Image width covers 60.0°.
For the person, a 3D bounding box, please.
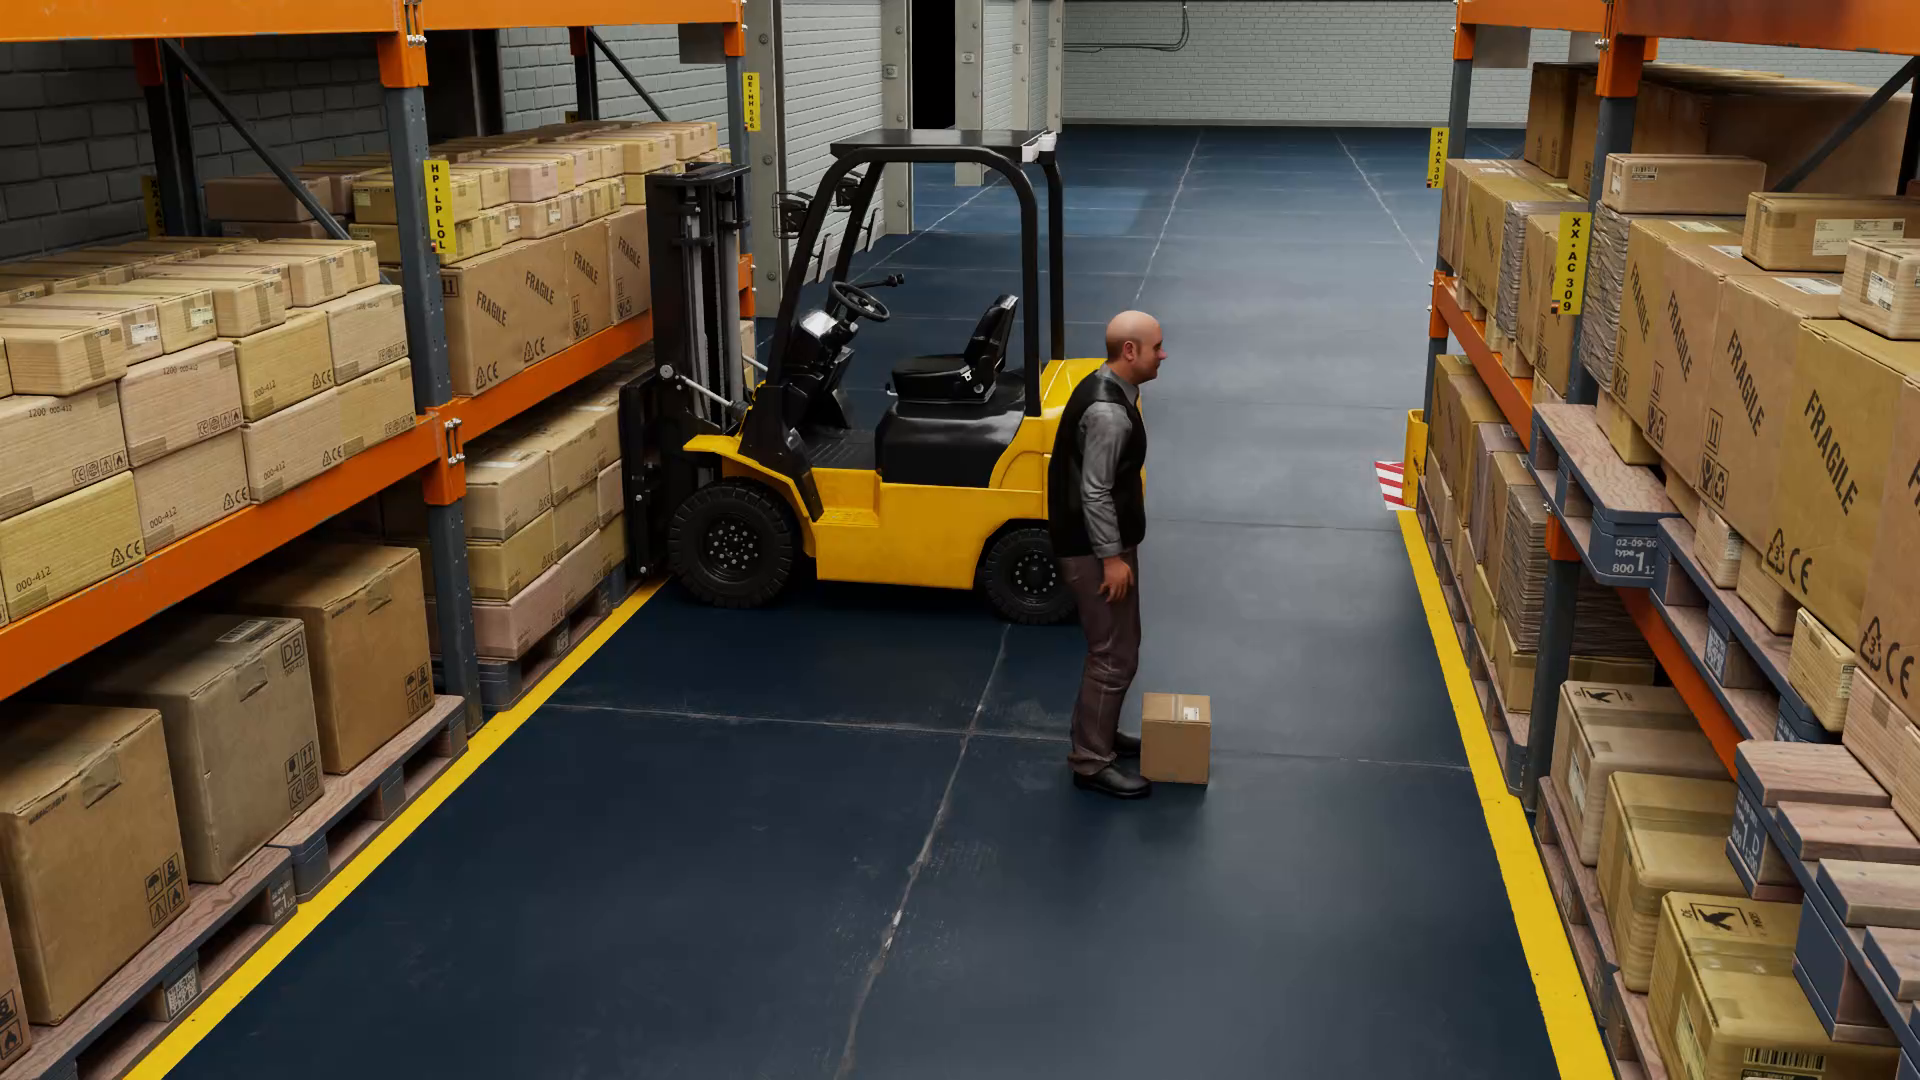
[{"bbox_3d":[0.518,0.029,6.002,0.417,1.720,0.579,2,18,7],"label":"person"}]
